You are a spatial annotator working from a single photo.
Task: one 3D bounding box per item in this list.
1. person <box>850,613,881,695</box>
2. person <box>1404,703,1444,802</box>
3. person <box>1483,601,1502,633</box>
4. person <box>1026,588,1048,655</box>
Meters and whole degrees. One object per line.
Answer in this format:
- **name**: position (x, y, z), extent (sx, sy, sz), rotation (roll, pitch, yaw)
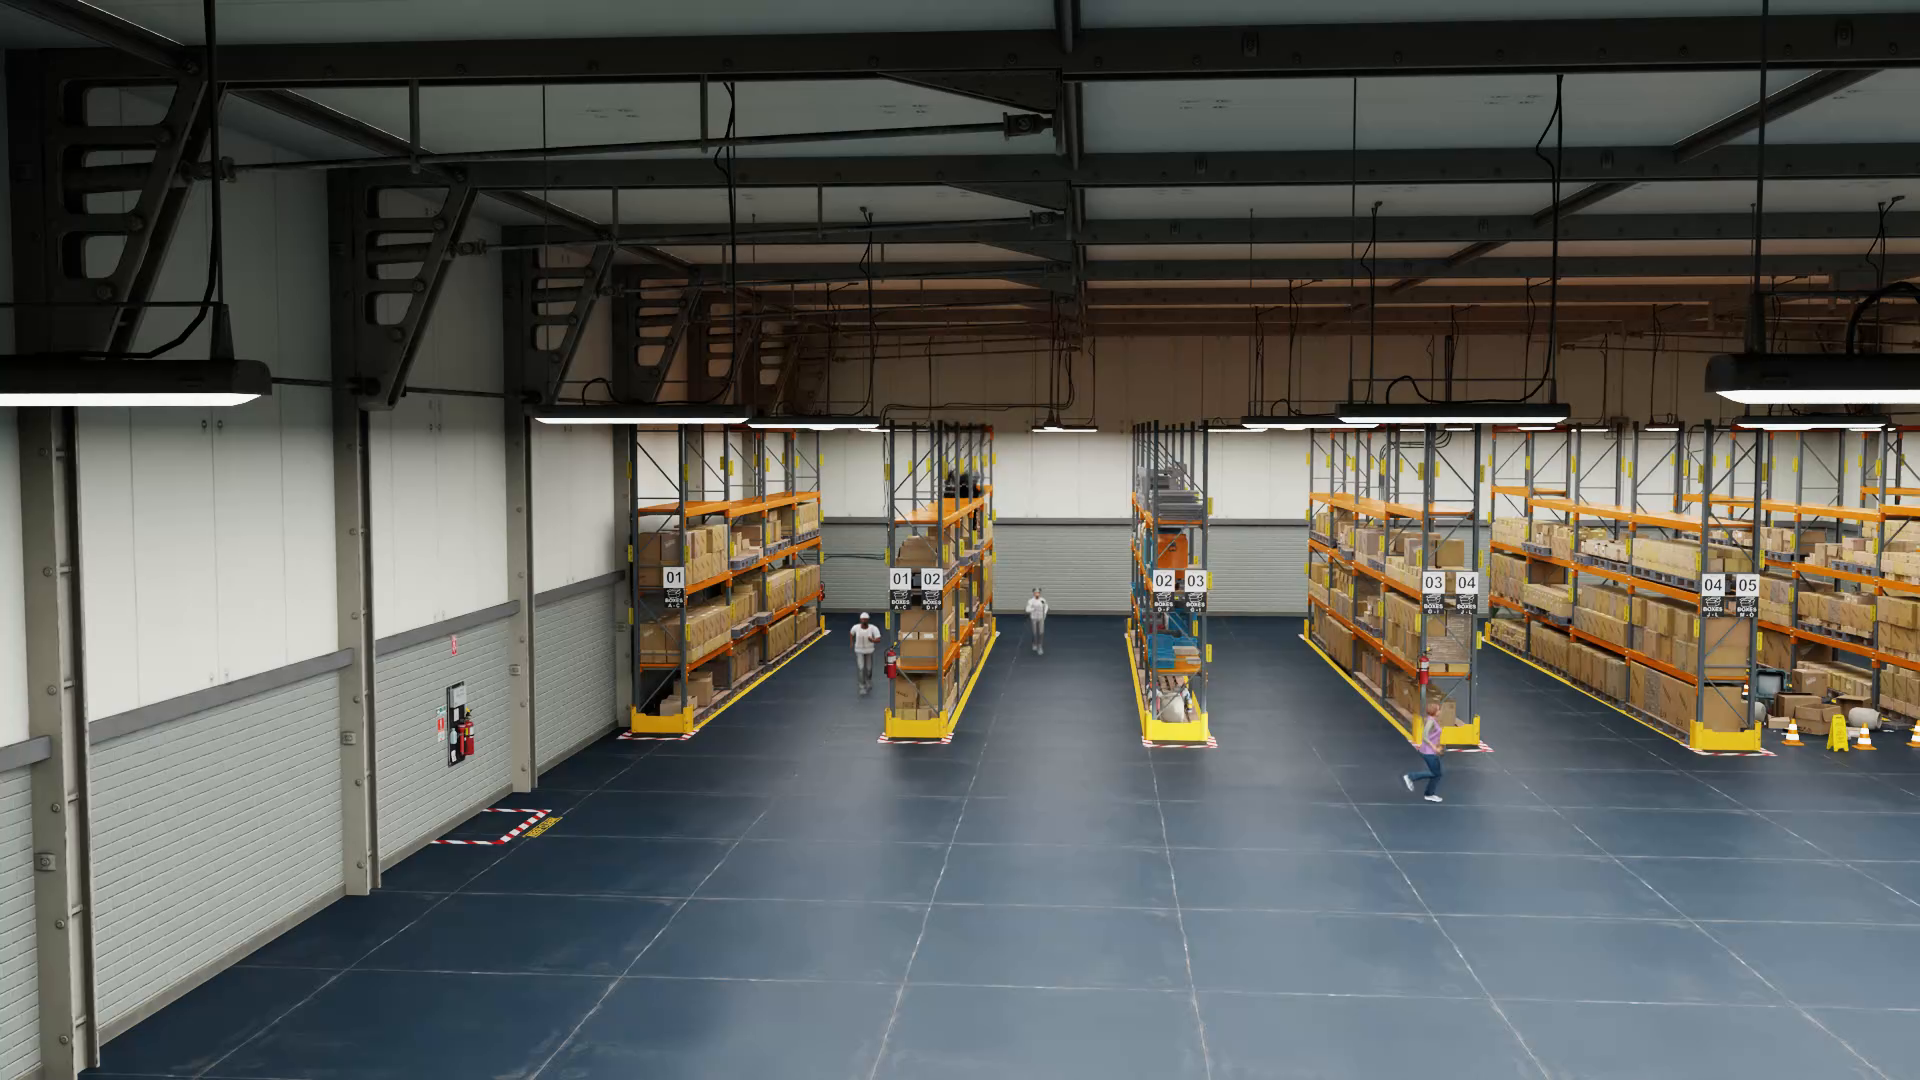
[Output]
- **person**: position (-2.099, 2.478, 36.791), extent (0.697, 1.759, 0.988), rotation (0, 4, -1)
- **person**: position (7.274, 3.308, 26.015), extent (0.598, 1.554, 0.522), rotation (2, 4, 25)
- **person**: position (15.313, 1.871, 47.610), extent (0.707, 1.710, 0.752), rotation (2, 4, 27)
- **person**: position (2.026, 2.100, 43.571), extent (0.600, 1.726, 0.778), rotation (0, 4, -3)
